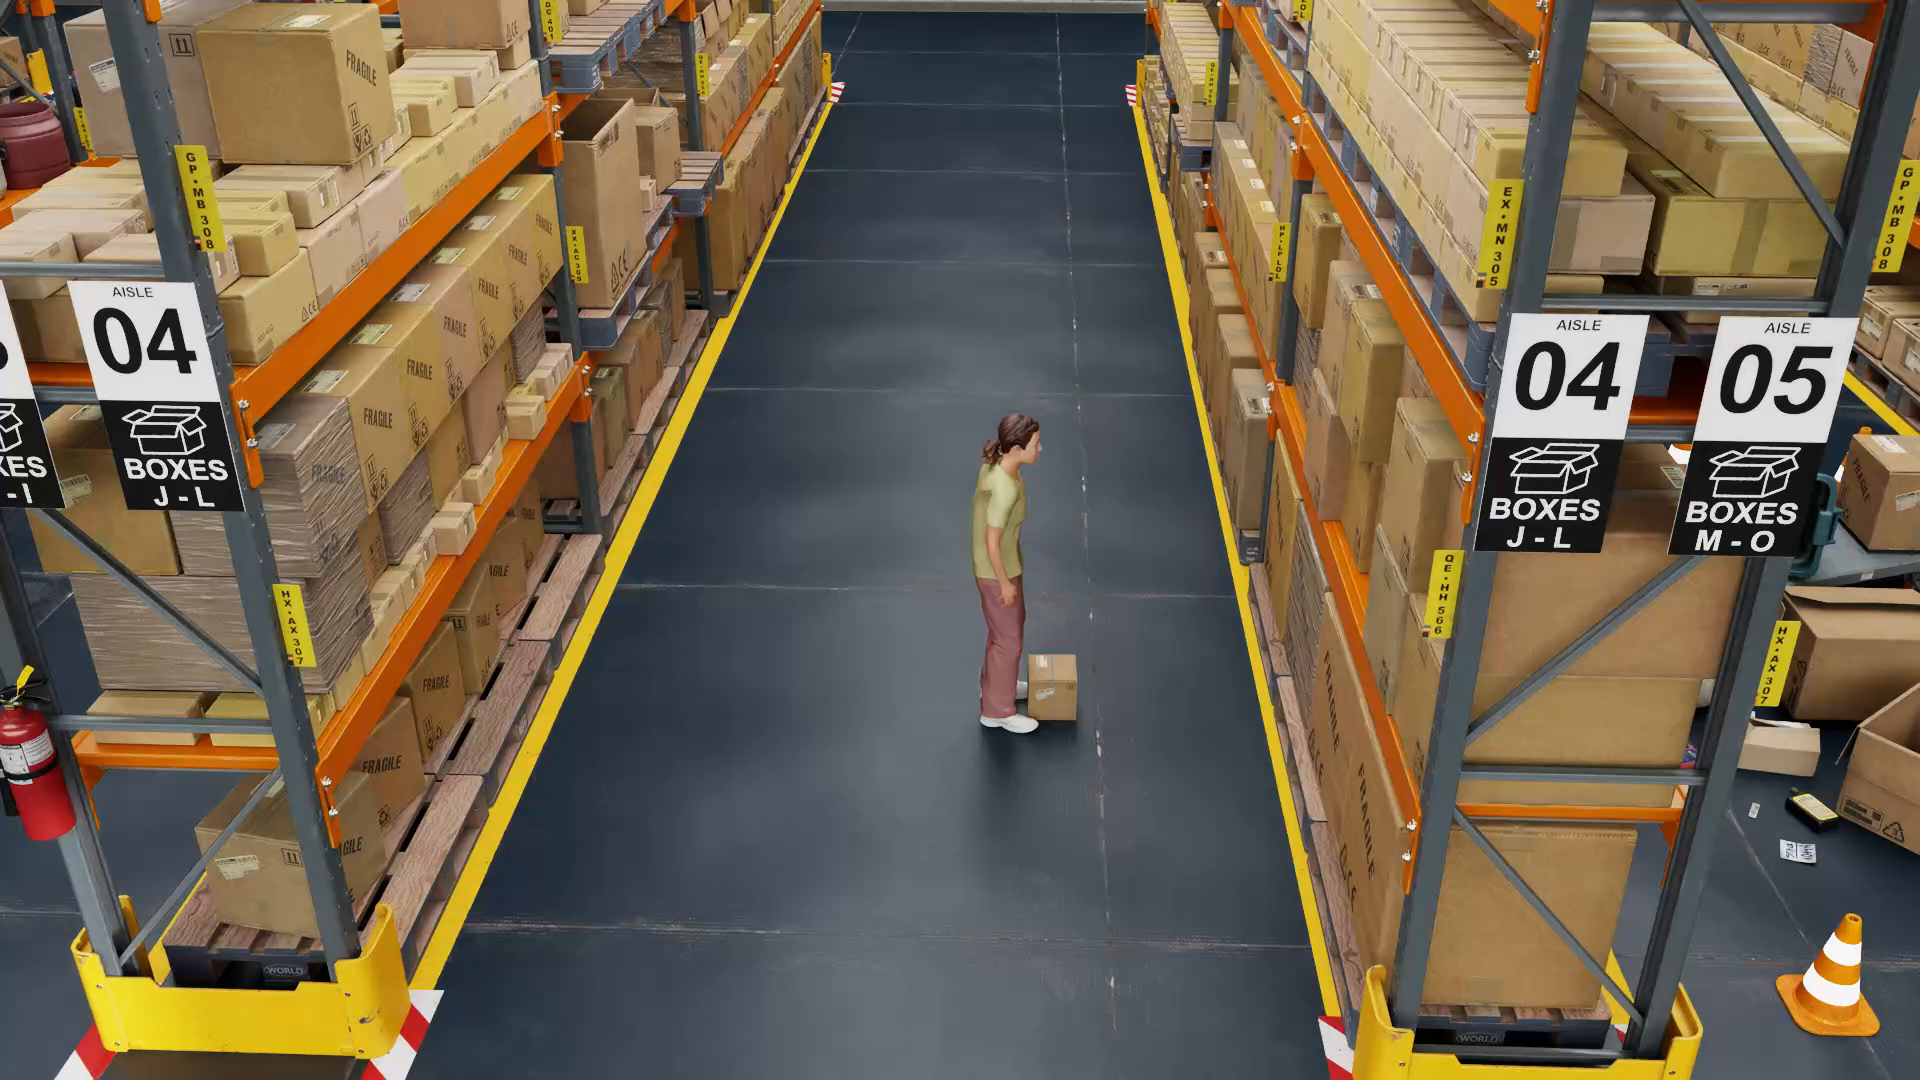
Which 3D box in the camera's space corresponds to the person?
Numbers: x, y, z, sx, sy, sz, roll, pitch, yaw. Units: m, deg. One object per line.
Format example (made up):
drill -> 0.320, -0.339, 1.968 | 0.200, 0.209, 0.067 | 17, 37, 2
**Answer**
person -> 0.233, 0.143, 8.355 | 0.358, 1.673, 0.499 | 1, 28, 2
